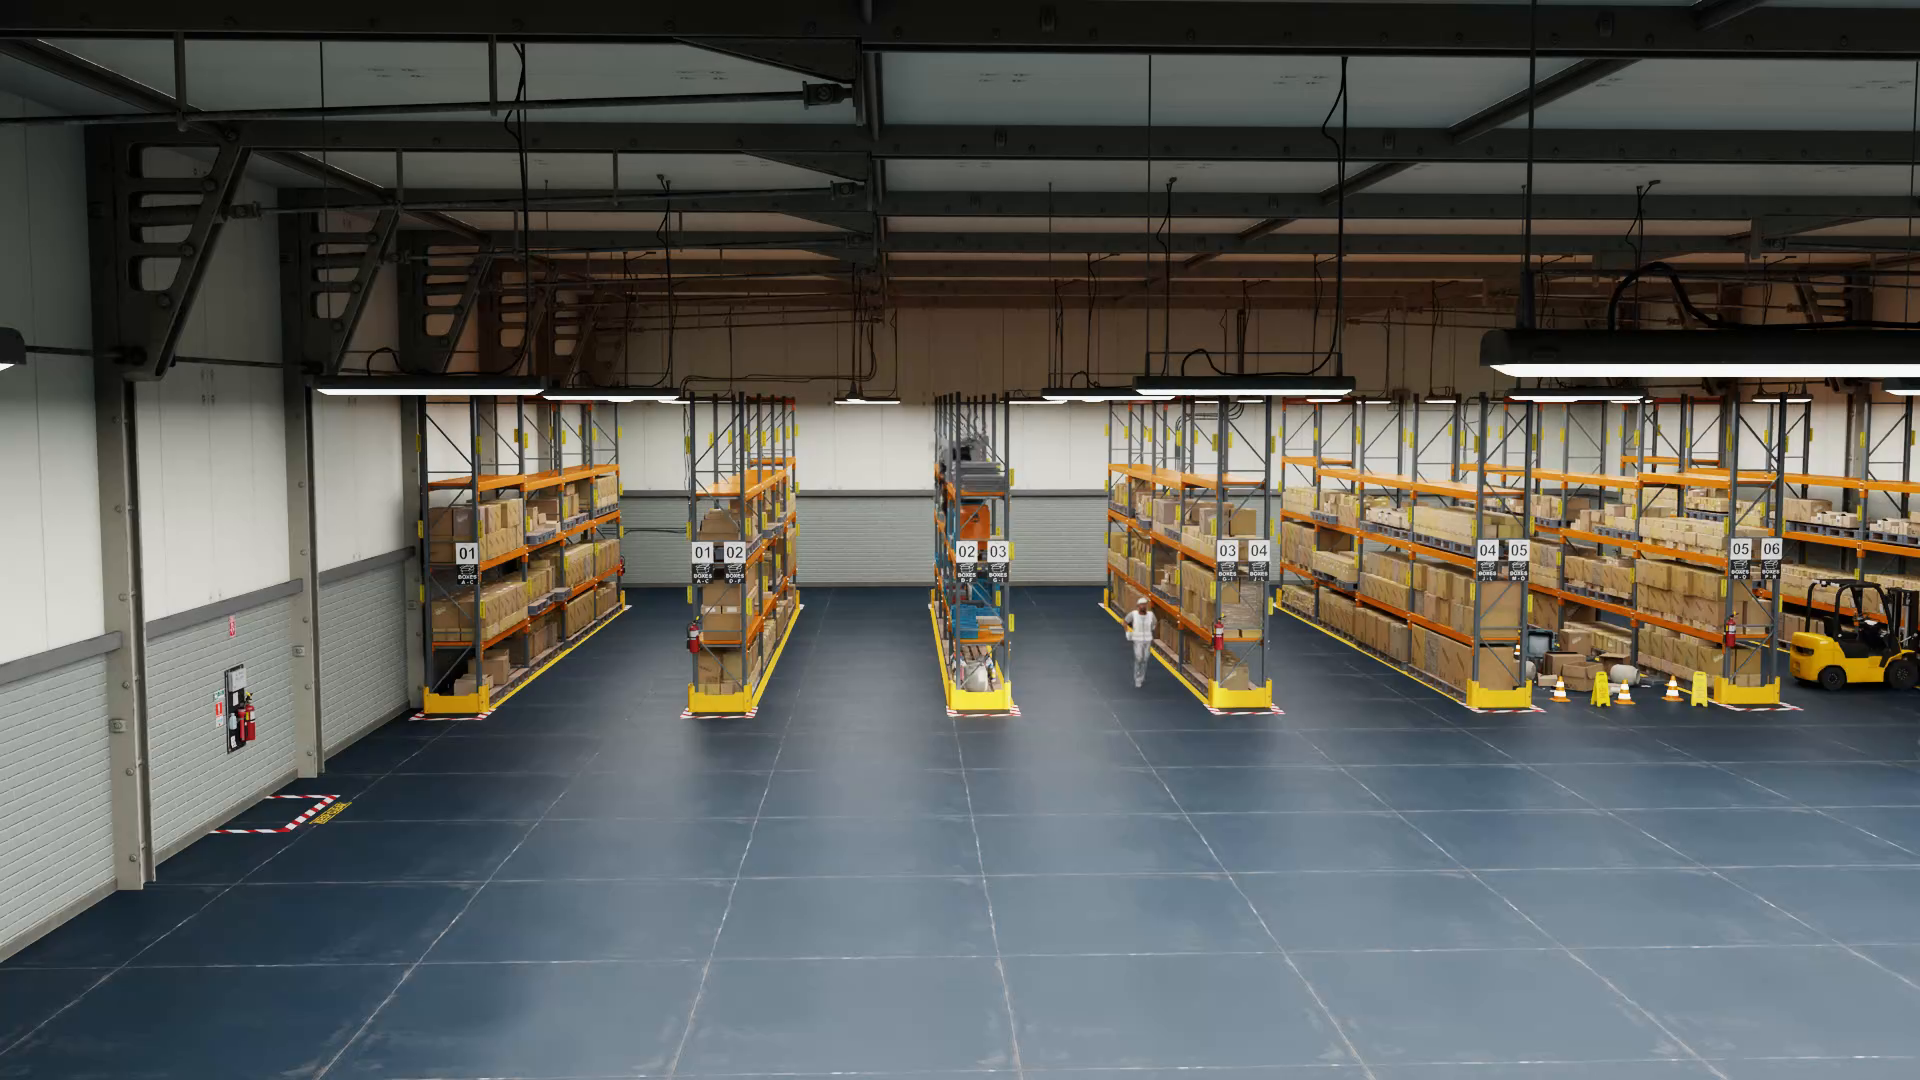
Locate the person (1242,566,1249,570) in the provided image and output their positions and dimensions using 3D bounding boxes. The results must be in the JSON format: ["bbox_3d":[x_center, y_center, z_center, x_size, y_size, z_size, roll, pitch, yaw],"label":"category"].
[{"bbox_3d":[7.934,1.196,46.798,0.602,1.554,0.572,1,5,9],"label":"person"}]

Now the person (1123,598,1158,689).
[{"bbox_3d":[3.734,2.100,34.091,0.670,1.843,0.760,-1,5,-9],"label":"person"}]
